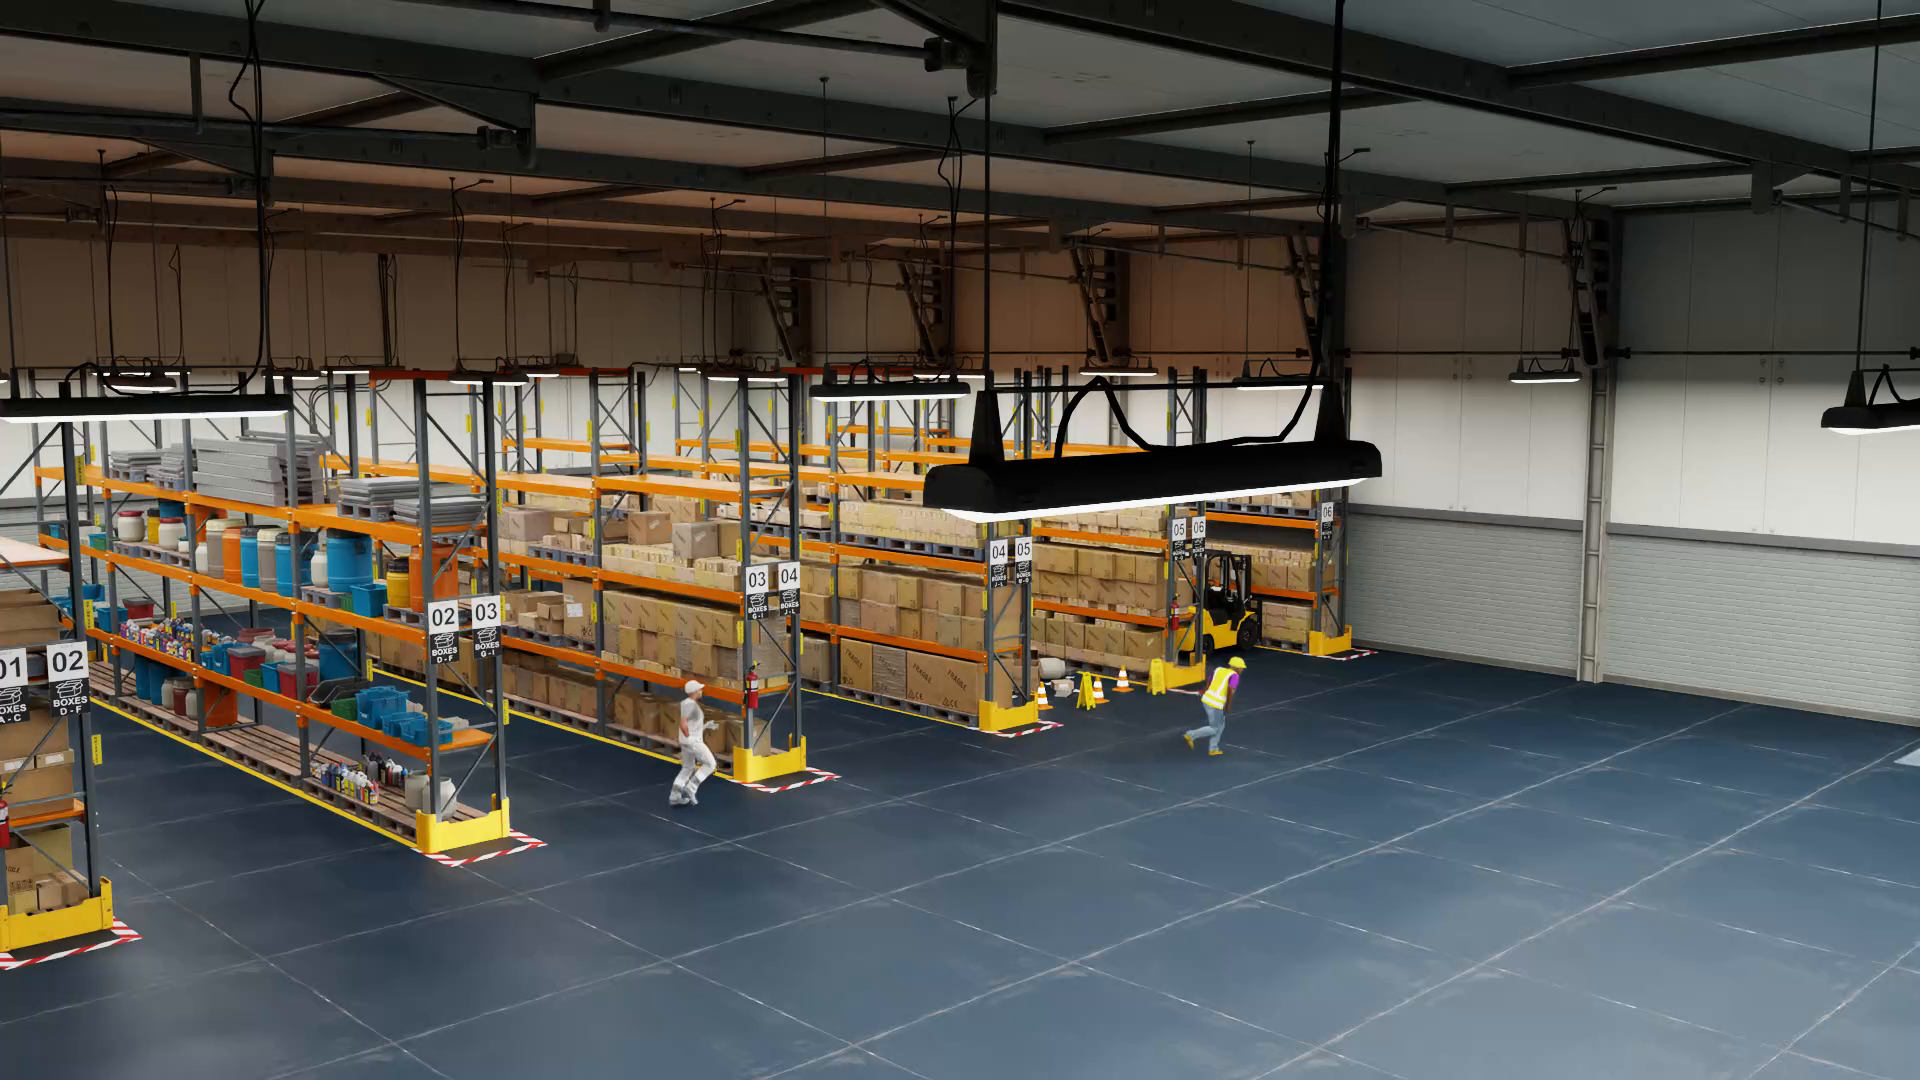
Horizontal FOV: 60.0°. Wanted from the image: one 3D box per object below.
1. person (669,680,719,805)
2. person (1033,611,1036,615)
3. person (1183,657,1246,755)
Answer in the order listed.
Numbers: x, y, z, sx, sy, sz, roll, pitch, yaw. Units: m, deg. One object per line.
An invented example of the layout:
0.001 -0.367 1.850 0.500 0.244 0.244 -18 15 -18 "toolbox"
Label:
-3.700 2.825 23.228 0.747 1.744 0.656 -3 7 -24 "person"
1.462 1.200 38.047 0.866 1.665 0.591 5 8 40 "person"
4.012 2.628 26.099 1.064 1.557 0.710 -2 7 -19 "person"
